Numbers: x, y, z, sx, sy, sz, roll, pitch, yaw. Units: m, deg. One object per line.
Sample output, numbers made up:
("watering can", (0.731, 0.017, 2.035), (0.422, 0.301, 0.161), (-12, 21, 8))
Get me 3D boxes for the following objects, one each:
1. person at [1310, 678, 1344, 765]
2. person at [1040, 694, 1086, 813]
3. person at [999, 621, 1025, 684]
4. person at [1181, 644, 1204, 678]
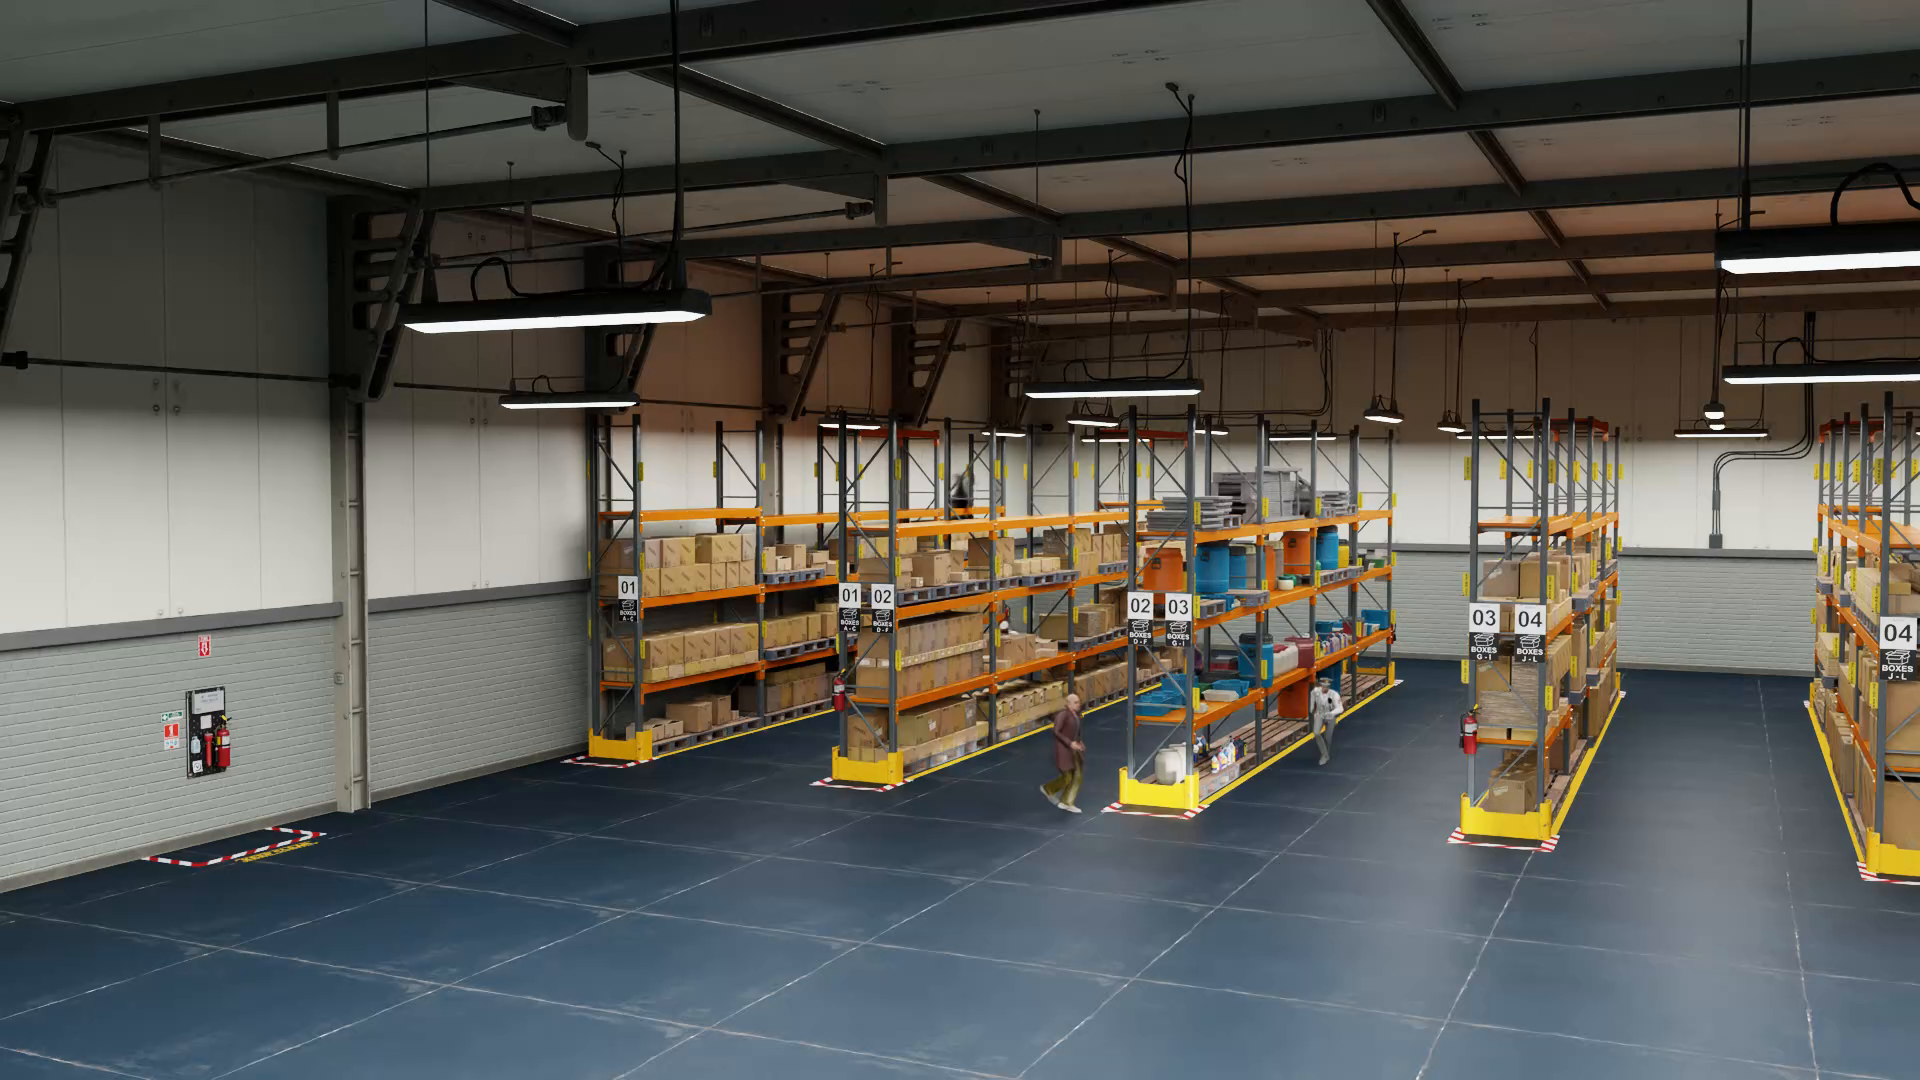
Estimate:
("person", (6.291, 3.065, 28.530), (0.623, 1.491, 1.032), (1, 3, 21))
("person", (1.503, 3.133, 24.581), (0.747, 1.744, 0.696), (2, 3, 41))
("person", (1.200, 2.618, 38.065), (0.709, 1.586, 1.105), (2, 3, 39))
("person", (5.161, 2.796, 36.431), (0.551, 1.422, 0.853), (2, 3, 36))
